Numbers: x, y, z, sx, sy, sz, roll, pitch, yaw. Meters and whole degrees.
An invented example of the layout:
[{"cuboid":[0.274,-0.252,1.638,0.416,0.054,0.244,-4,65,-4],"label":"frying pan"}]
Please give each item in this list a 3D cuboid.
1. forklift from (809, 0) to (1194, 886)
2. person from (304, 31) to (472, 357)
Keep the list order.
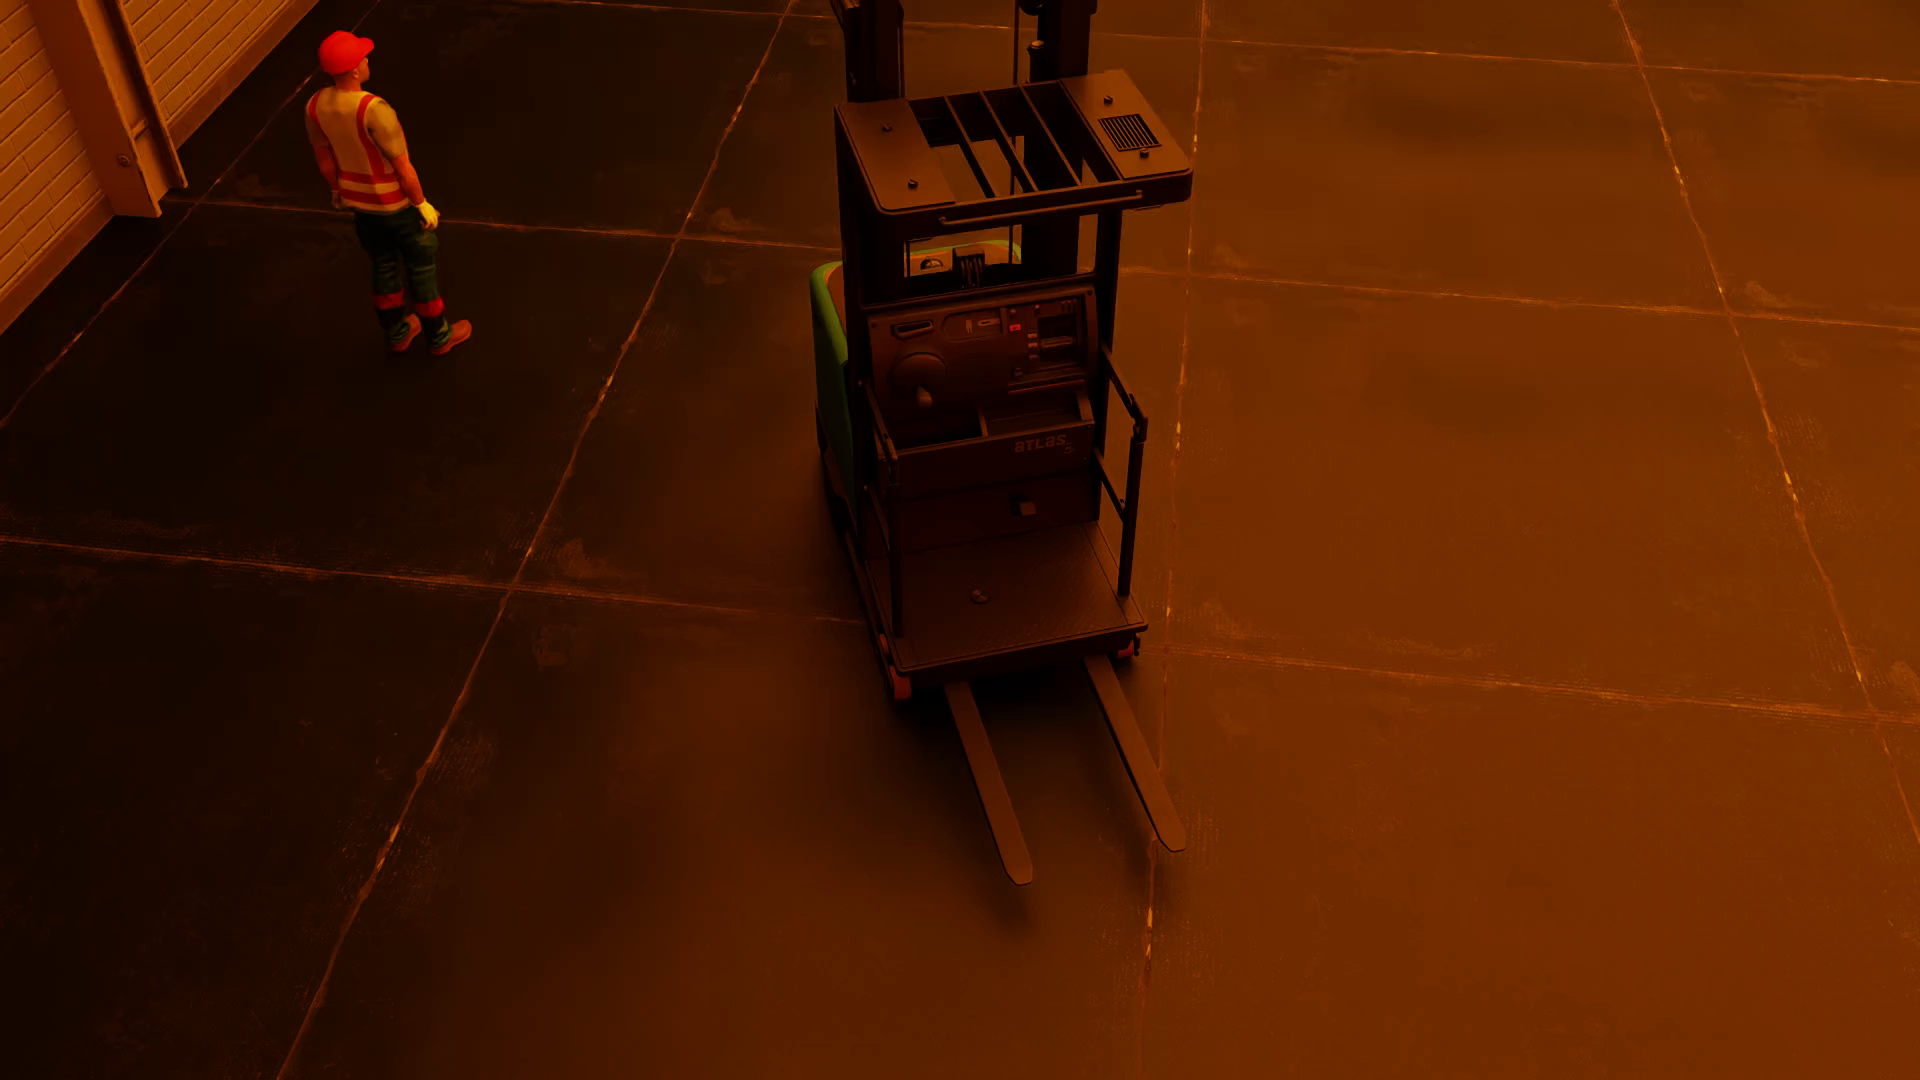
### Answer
[{"cuboid":[0.153,-0.681,6.465,1.130,2.935,3.031,-10,44,-11],"label":"forklift"},{"cuboid":[-2.921,-1.748,8.473,0.604,1.795,0.374,13,44,14],"label":"person"}]
